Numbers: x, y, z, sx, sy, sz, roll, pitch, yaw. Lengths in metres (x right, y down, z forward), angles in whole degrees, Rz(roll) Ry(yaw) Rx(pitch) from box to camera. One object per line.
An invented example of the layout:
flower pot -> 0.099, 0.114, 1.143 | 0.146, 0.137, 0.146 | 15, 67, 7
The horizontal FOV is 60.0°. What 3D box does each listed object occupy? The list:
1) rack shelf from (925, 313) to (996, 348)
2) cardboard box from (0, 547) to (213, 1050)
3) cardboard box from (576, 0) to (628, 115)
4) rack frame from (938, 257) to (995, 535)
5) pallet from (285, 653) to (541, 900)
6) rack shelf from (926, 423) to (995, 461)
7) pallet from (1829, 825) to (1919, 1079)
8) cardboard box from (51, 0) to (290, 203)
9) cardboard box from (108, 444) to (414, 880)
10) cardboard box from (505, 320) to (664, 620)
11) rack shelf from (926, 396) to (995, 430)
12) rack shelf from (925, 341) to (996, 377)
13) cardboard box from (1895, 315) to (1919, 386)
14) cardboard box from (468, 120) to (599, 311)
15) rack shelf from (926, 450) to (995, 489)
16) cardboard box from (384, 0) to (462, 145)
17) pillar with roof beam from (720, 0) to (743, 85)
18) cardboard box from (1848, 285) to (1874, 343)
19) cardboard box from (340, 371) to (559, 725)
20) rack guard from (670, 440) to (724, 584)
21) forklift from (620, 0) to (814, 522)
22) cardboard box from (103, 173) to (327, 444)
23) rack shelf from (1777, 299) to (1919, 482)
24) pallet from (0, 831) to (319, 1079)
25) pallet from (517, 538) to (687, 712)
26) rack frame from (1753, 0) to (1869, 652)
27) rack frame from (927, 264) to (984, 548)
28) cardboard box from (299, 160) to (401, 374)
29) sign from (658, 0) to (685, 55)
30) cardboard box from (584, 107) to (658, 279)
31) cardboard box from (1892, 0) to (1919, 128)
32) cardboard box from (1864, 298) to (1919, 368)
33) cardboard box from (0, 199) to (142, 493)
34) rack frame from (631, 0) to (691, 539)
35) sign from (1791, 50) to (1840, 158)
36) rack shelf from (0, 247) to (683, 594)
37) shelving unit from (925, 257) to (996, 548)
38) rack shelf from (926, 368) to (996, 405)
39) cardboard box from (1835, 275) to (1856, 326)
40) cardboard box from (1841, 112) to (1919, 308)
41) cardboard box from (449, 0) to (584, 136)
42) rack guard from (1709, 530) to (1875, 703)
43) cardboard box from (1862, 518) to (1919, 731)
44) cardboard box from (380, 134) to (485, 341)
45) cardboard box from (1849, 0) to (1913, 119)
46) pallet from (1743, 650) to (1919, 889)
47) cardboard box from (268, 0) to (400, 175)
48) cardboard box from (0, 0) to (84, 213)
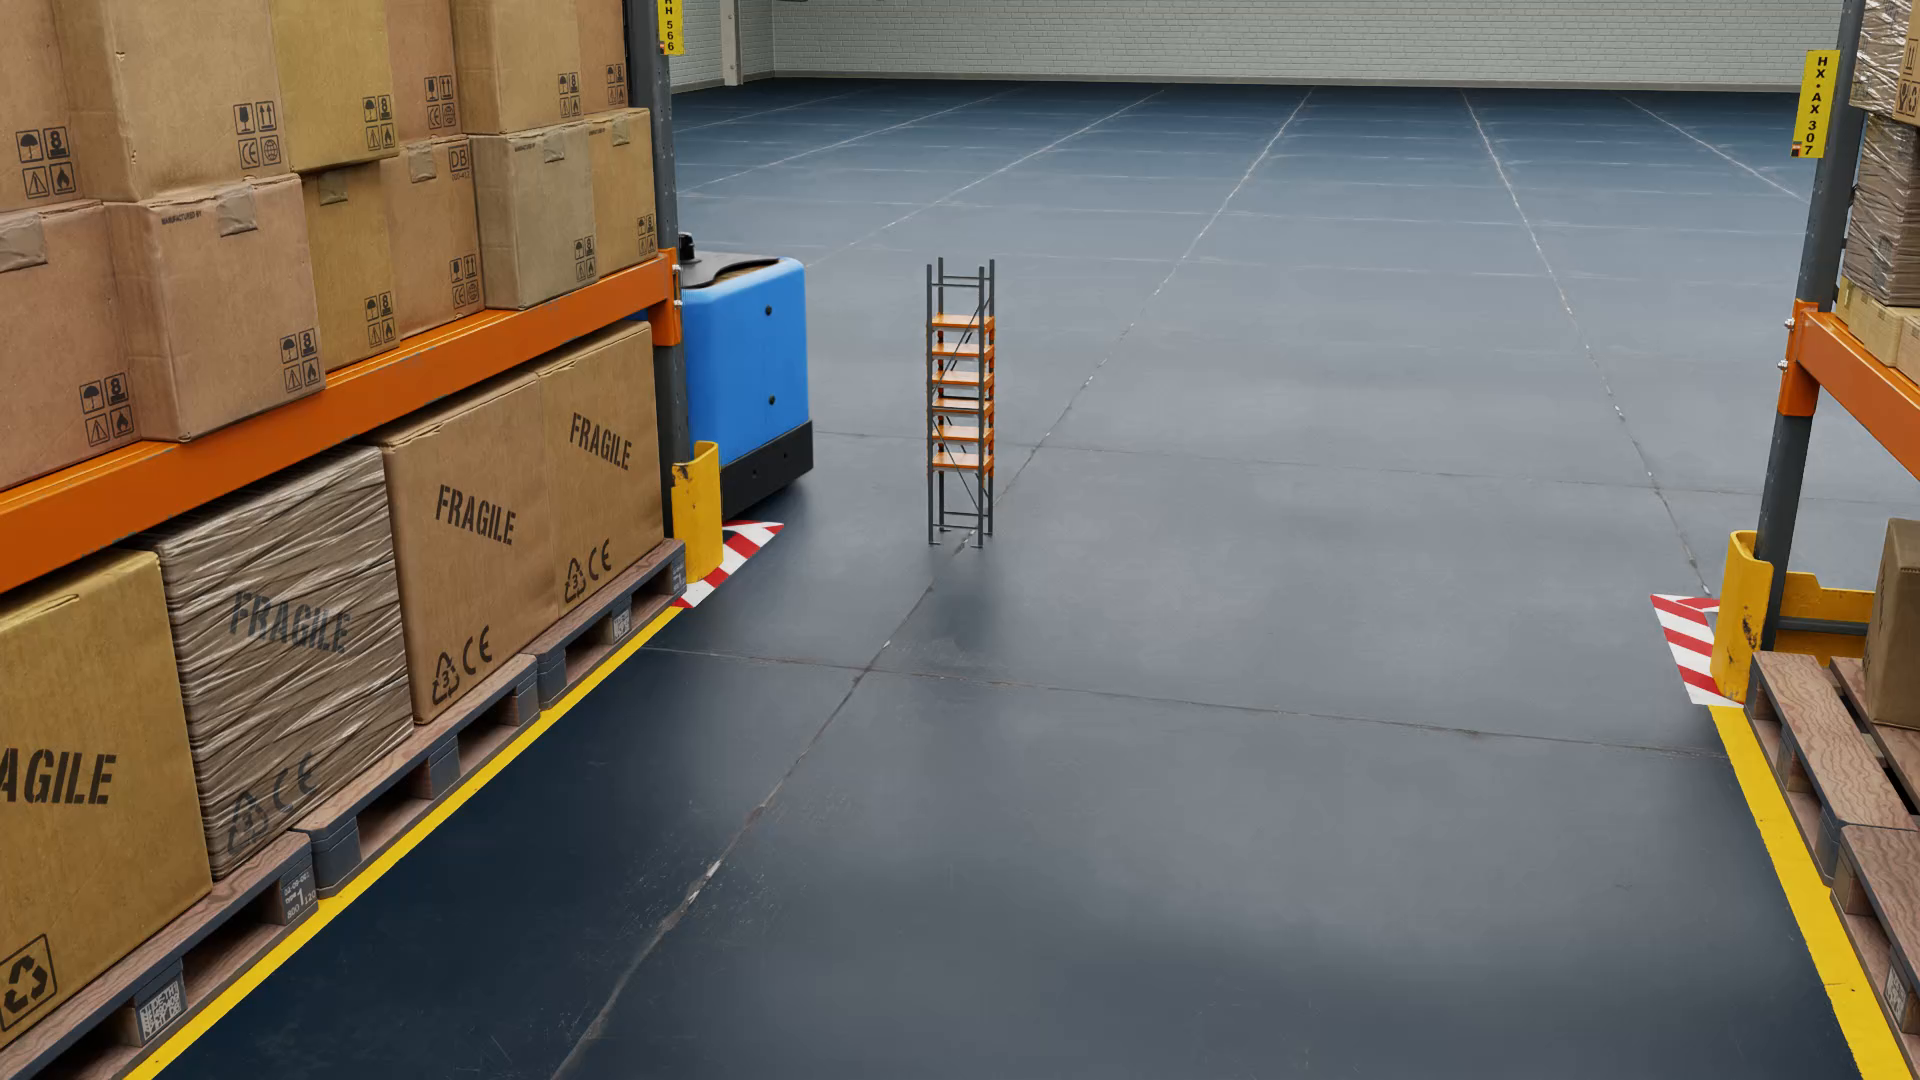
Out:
rack shelf -> 0.004, -0.871, 6.905 | 0.258, 0.103, 0.180 | 5, 19, 13
cardboard box -> -2.342, 0.538, 3.610 | 0.875, 0.875, 0.875 | 5, 19, 14
cardboard box -> -1.714, -1.800, 5.914 | 0.875, 0.550, 0.550 | 5, 19, 13
rack frame -> 0.026, -0.601, 7.091 | 0.240, 1.200, 0.006 | 5, 19, 13
pallet -> -2.006, 0.627, 5.027 | 1.003, 0.211, 1.213 | 5, 19, 13
rack shelf -> 0.004, -0.417, 7.060 | 0.258, 0.103, 0.180 | 5, 19, 13
pallet -> 2.647, 1.069, 3.732 | 1.003, 0.211, 1.213 | 5, 19, 13
cardboard box -> -2.153, -1.112, 3.901 | 0.875, 0.550, 0.550 | 5, 19, 13
cardboard box -> -2.125, 0.255, 4.438 | 0.875, 0.875, 0.875 | 5, 19, 14
cardboard box -> -1.688, -0.307, 6.082 | 0.875, 0.875, 0.875 | 5, 19, 14
rack shelf -> 0.004, -0.530, 7.021 | 0.258, 0.103, 0.180 | 5, 19, 13
rack shelf -> 0.004, -0.757, 6.944 | 0.258, 0.103, 0.180 | 5, 19, 13
cardboard box -> 2.702, -0.484, 4.353 | 0.380, 0.149, 0.250 | 5, 19, 13
cardboard box -> -1.746, -1.108, 5.559 | 0.875, 0.550, 0.550 | 5, 19, 13
rack shelf -> 0.004, -0.303, 7.099 | 0.258, 0.103, 0.180 | 5, 19, 13
cardboard box -> -2.028, -1.455, 4.905 | 0.875, 0.550, 0.550 | 5, 19, 13
pillar with roof beam -> -0.765, -13.836, 33.774 | 9.100, 9.000, 0.400 | 5, 19, 13
cardboard box -> 2.818, -0.641, 4.814 | 0.380, 0.149, 0.250 | 5, 19, 13
cardboard box -> -1.901, -0.031, 5.274 | 0.875, 0.875, 0.875 | 4, 19, 13
rack guard -> -1.580, -0.156, 6.870 | 1.175, 0.500, 0.348 | 5, 19, 13
forklift -> -2.273, -1.706, 7.647 | 3.031, 2.935, 1.130 | 7, 20, 20
cardboard box -> -2.126, -0.599, 4.069 | 0.875, 0.550, 0.550 | 5, 19, 13
rack shelf -> 2.710, 0.060, 3.485 | 1.077, 0.370, 4.000 | 5, 19, 13
pallet -> -2.302, 1.010, 3.904 | 1.003, 0.211, 1.213 | 5, 19, 13
pallet -> -1.706, 0.245, 6.143 | 1.003, 0.211, 1.213 | 5, 19, 13
rack frame -> 3.199, -0.908, 5.204 | 1.000, 3.000, 0.127 | 5, 19, 13
rack frame -> -0.019, -0.544, 6.923 | 0.240, 1.200, 0.006 | 5, 19, 13
cardboard box -> -2.094, -0.773, 4.578 | 0.875, 0.550, 0.500 | 5, 19, 13
sign -> -1.063, -1.944, 6.080 | 0.100, 0.325, 0.005 | 5, 19, 13
cardboard box -> -1.633, -1.282, 6.069 | 0.875, 0.550, 0.550 | 5, 19, 13
cardboard box -> 2.671, -1.262, 4.080 | 0.500, 0.500, 0.500 | 5, 19, 13
cardboard box -> 2.743, -0.564, 4.588 | 0.380, 0.149, 0.250 | 5, 19, 13
cardboard box -> -2.372, -0.439, 3.600 | 0.875, 0.550, 0.550 | 5, 19, 13
rack frame -> -1.586, -1.331, 6.444 | 1.000, 3.000, 0.127 | 5, 19, 13
sign -> 2.673, -1.360, 5.190 | 0.100, 0.325, 0.005 | 5, 19, 13
rack shelf -> -2.075, -0.364, 4.725 | 1.077, 0.370, 4.000 | 5, 19, 13
shelving unit -> 0.004, -0.572, 7.007 | 0.258, 1.200, 0.189 | 5, 19, 13
rack shelf -> 0.004, -0.644, 6.982 | 0.258, 0.103, 0.180 | 5, 19, 13
cardboard box -> 2.898, -0.718, 5.039 | 0.380, 0.149, 0.250 | 5, 19, 13
cardboard box -> 3.038, -0.926, 4.642 | 0.875, 0.500, 0.500 | 5, 19, 13
cardboard box -> -1.759, -1.620, 5.388 | 0.875, 0.550, 0.550 | 5, 19, 13
rack guard -> 3.180, 0.299, 5.539 | 1.175, 0.500, 0.348 | 5, 19, 13
cardboard box -> 3.030, 0.271, 4.971 | 0.500, 0.500, 0.500 | 9, 21, 23
cardboard box -> -2.005, -0.942, 5.074 | 0.875, 0.550, 0.550 | 5, 19, 13
cardboard box -> 2.800, -1.418, 4.537 | 0.500, 0.500, 0.500 | 5, 19, 13
pallet -> 2.948, 0.688, 4.848 | 1.003, 0.211, 1.213 | 5, 19, 13
cardboard box -> -2.031, -1.279, 4.389 | 0.875, 0.550, 0.500 | 5, 19, 13
cardboard box -> -2.418, -0.954, 3.437 | 0.875, 0.550, 0.550 | 5, 19, 13
